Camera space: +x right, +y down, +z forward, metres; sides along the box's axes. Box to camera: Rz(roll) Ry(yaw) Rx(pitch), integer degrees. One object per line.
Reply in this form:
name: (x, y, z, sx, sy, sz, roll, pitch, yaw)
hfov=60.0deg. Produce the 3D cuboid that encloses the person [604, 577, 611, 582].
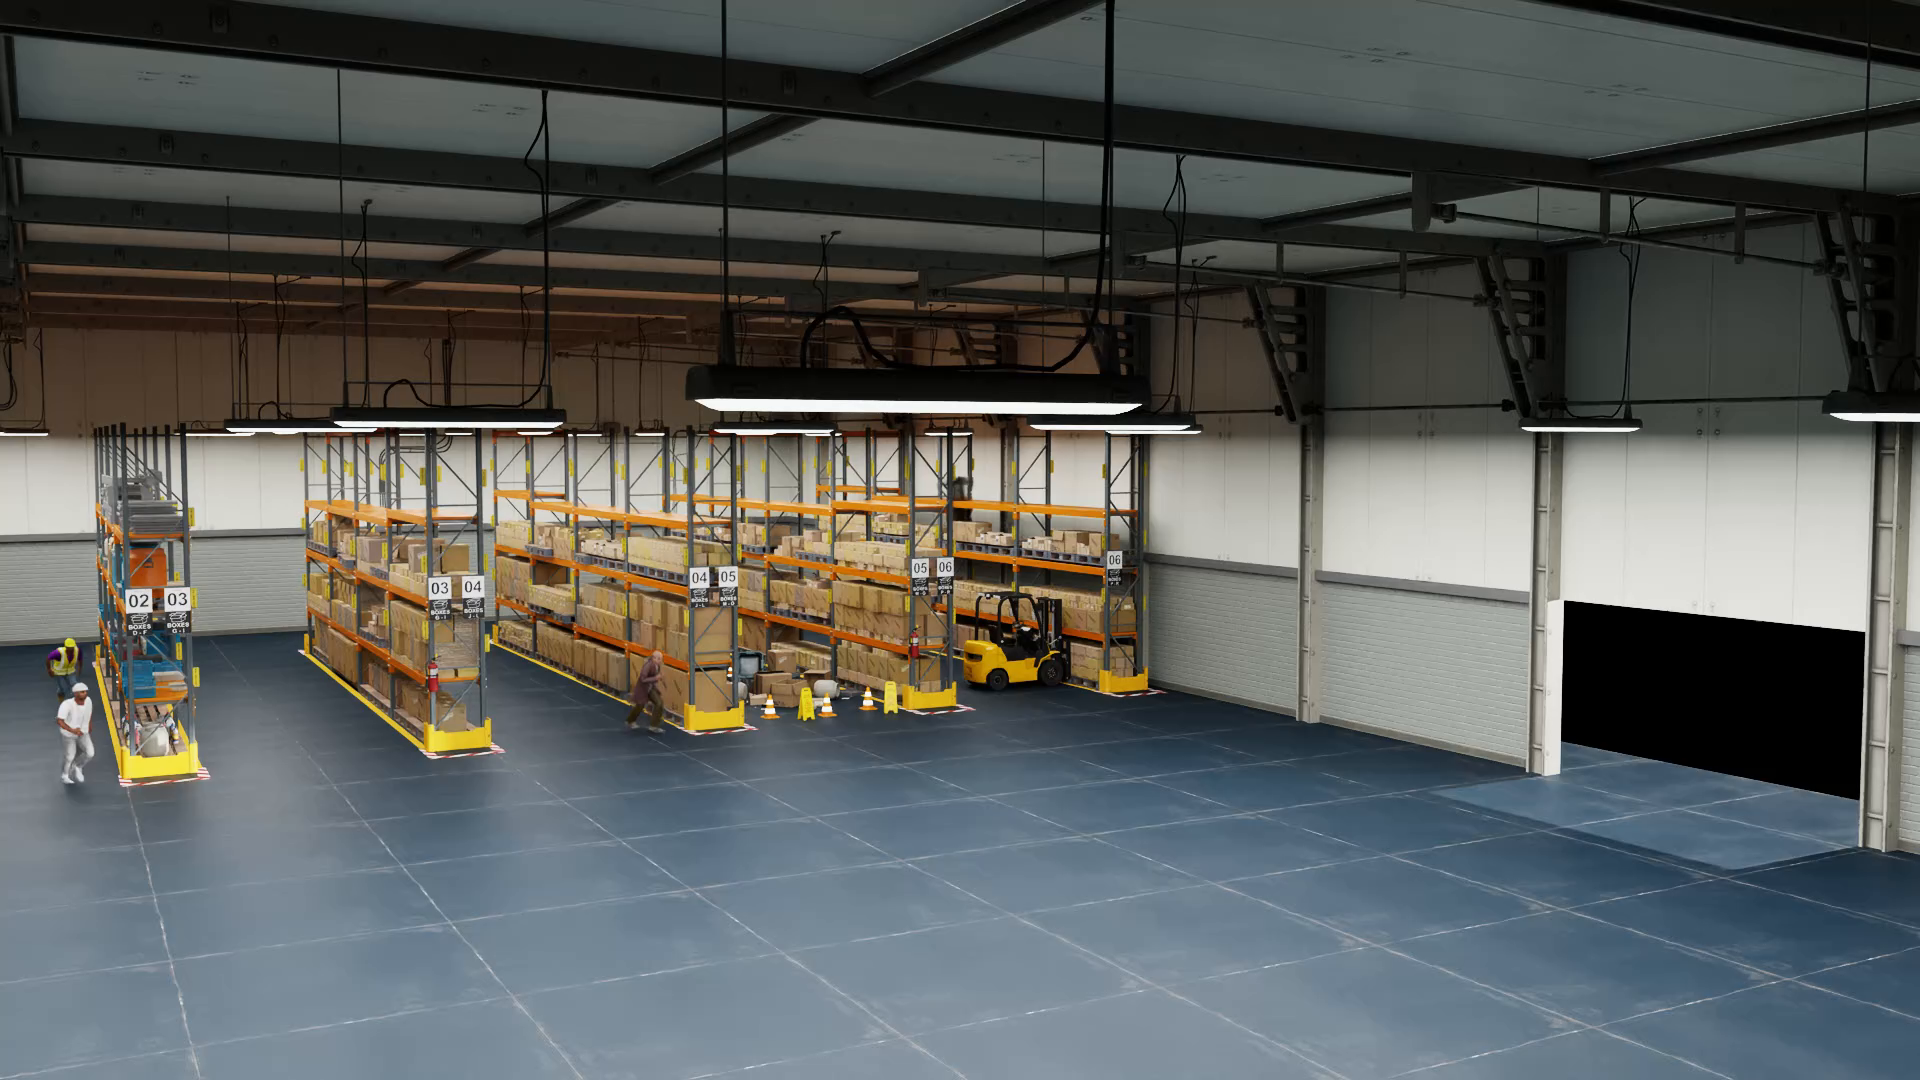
person: (-10.348, 1.949, 49.622, 0.940, 1.501, 0.570, -3, 5, -42)

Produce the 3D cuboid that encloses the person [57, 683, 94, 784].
person: (-14.643, 3.197, 27.541, 0.724, 1.688, 0.721, 2, 4, 32)

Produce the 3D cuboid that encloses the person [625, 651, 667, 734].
person: (-6.147, 2.962, 32.398, 1.150, 1.660, 0.709, 2, 4, 30)

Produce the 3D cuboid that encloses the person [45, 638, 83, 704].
person: (-18.884, 2.828, 35.047, 0.972, 1.562, 0.722, 3, 5, 44)
